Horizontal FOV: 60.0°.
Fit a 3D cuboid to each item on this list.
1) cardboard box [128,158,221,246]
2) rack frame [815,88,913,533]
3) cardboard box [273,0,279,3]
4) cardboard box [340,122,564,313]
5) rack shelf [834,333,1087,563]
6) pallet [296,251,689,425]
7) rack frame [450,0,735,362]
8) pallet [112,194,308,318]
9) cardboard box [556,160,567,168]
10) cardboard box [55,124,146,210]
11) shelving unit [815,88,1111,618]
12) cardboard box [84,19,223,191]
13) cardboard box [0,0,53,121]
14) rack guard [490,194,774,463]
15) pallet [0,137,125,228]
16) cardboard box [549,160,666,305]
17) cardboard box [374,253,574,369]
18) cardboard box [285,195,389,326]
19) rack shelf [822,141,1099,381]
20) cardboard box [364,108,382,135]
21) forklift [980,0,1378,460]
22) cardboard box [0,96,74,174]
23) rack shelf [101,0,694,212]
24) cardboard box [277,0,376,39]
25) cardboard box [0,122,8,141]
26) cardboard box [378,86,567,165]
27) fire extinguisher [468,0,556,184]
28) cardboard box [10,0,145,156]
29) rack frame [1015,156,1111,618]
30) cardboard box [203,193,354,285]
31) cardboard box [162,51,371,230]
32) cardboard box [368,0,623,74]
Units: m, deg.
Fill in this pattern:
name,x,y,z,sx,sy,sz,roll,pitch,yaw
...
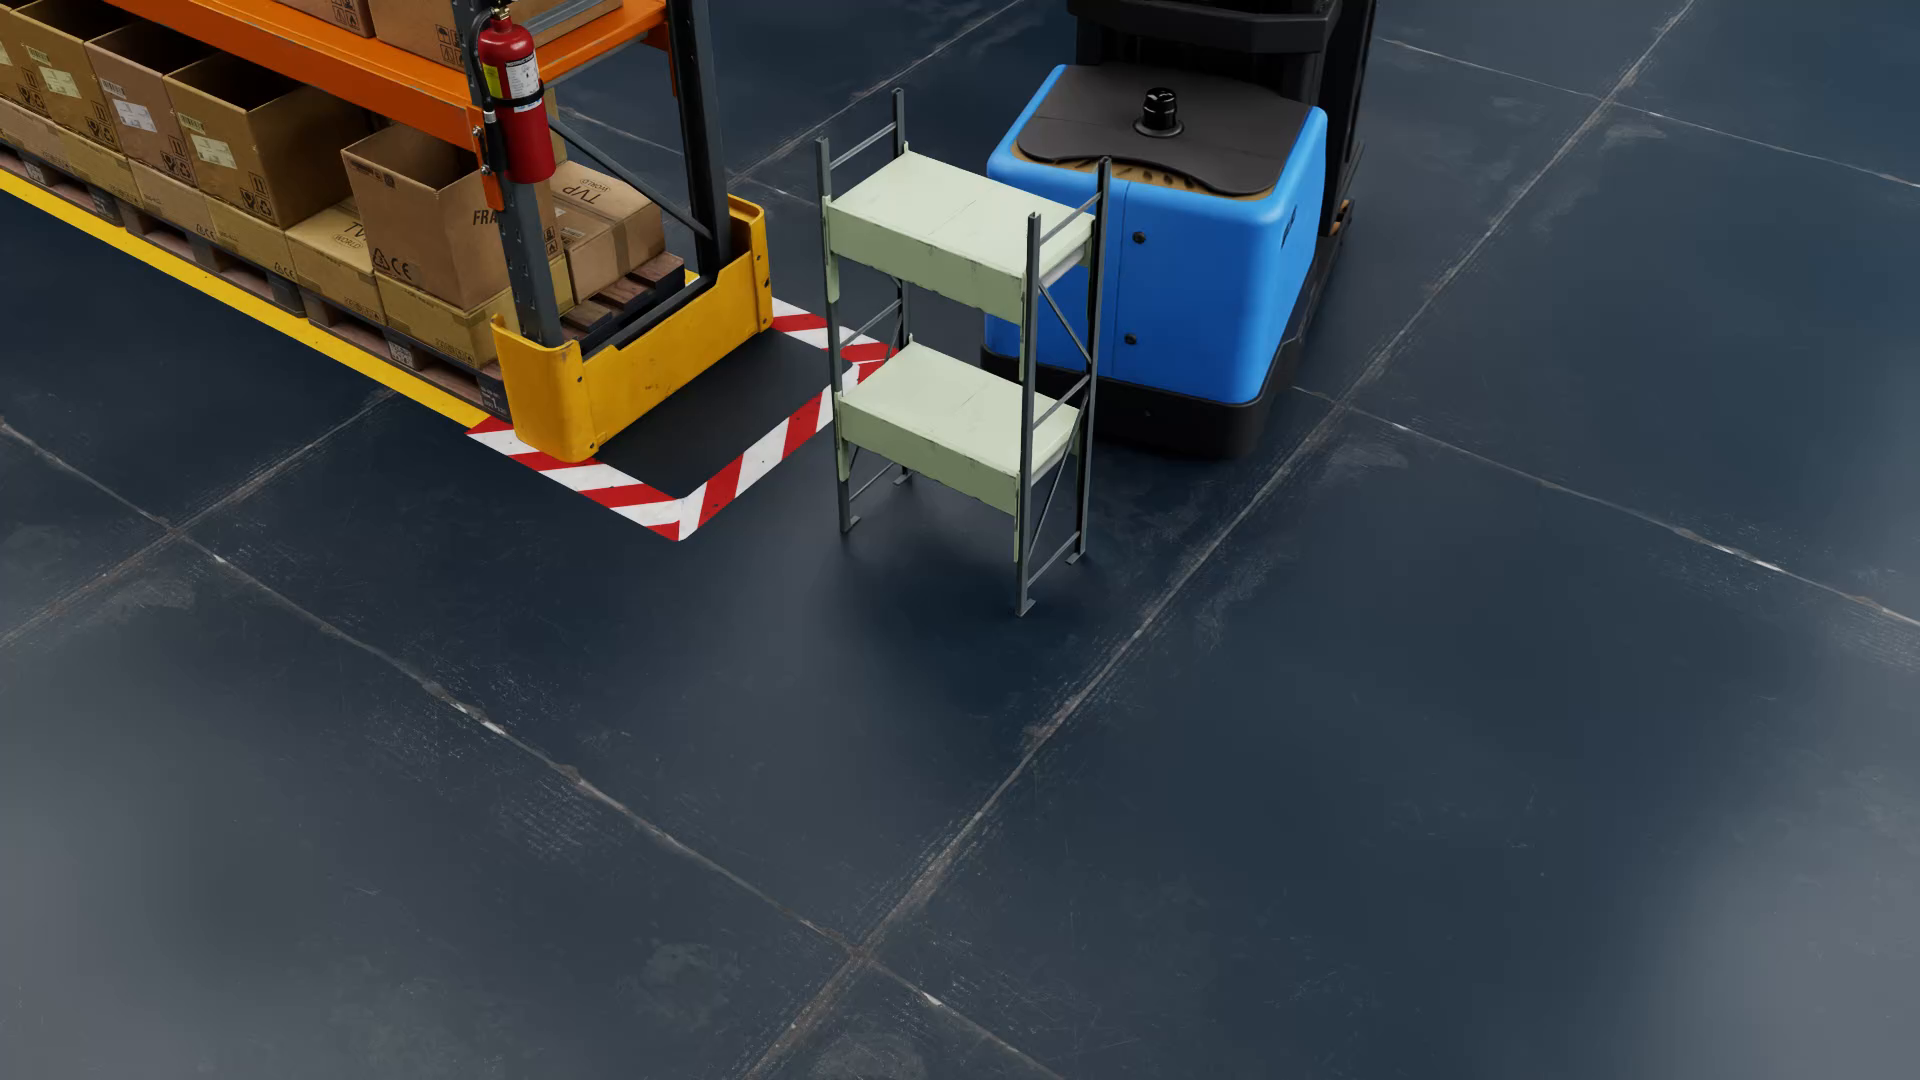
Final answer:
name,x,y,z,sx,sy,sz,roll,pitch,yaw
cardboard box,-3.070,-1.517,6.943,0.500,0.250,0.500,25,48,25
rack frame,-0.294,-0.697,5.404,0.023,1.500,0.400,25,48,25
cardboard box,-2.437,-2.388,6.095,0.500,0.500,0.700,25,48,26
cardboard box,-1.836,-1.228,6.057,0.500,0.500,0.500,25,48,25
rack shelf,0.005,-0.313,5.464,0.720,0.370,0.431,25,48,25
pallet,-1.876,-1.005,6.714,1.213,0.211,1.003,25,48,25
rack frame,-1.226,-1.774,5.483,0.127,3.000,1.000,25,48,25
pallet,-2.871,-1.472,7.237,1.213,0.211,1.003,25,48,25
cardboard box,-1.949,-1.422,6.836,0.500,0.250,0.500,25,48,25
cardboard box,-3.483,-1.705,7.154,0.500,0.250,0.500,25,48,25
shelving unit,0.005,-0.556,5.247,0.755,1.500,0.431,25,48,25
cardboard box,-3.072,-1.795,6.691,0.500,0.500,0.500,25,48,25
cardboard box,-3.887,-2.181,7.123,0.500,0.500,0.500,25,48,25
rack guard,-1.206,-0.833,6.306,0.348,0.500,1.175,25,48,25
pallet,-3.874,-1.939,7.758,1.213,0.211,1.003,25,48,25
cardboard box,-1.537,-1.232,6.625,0.500,0.250,0.500,25,48,25
cardboard box,-1.835,-0.950,6.309,0.500,0.250,0.500,25,48,25
cardboard box,-2.251,-1.134,6.515,0.500,0.250,0.500,25,48,25
rack shelf,0.005,-0.847,4.987,0.720,0.370,0.431,25,48,25
cardboard box,-2.365,-1.887,6.794,0.500,0.500,0.500,25,48,25
forklift,1.067,-2.373,6.204,1.130,2.935,3.031,14,44,15
cardboard box,-3.889,-1.900,7.371,0.500,0.250,0.500,25,48,25
rack shelf,-2.863,-2.271,6.578,4.000,0.370,1.077,25,48,25
cardboard box,-2.034,-2.195,5.879,0.500,0.500,0.700,26,48,26
cardboard box,-4.295,-2.094,7.588,0.500,0.250,0.500,25,48,25
cardboard box,-1.948,-1.702,6.588,0.500,0.500,0.500,25,48,25
fire extinguisher,-1.396,-1.446,5.175,0.183,0.674,0.296,25,48,25
cardboard box,-3.482,-1.985,6.904,0.500,0.500,0.500,25,48,25
rack frame,0.305,-0.416,5.090,0.023,1.500,0.400,25,48,25
cardboard box,-2.661,-1.325,6.728,0.500,0.250,0.500,25,48,25
cardboard box,-2.663,-1.603,6.476,0.500,0.500,0.500,25,48,25
cardboard box,-1.601,-1.997,5.657,0.500,0.500,0.700,25,48,25
